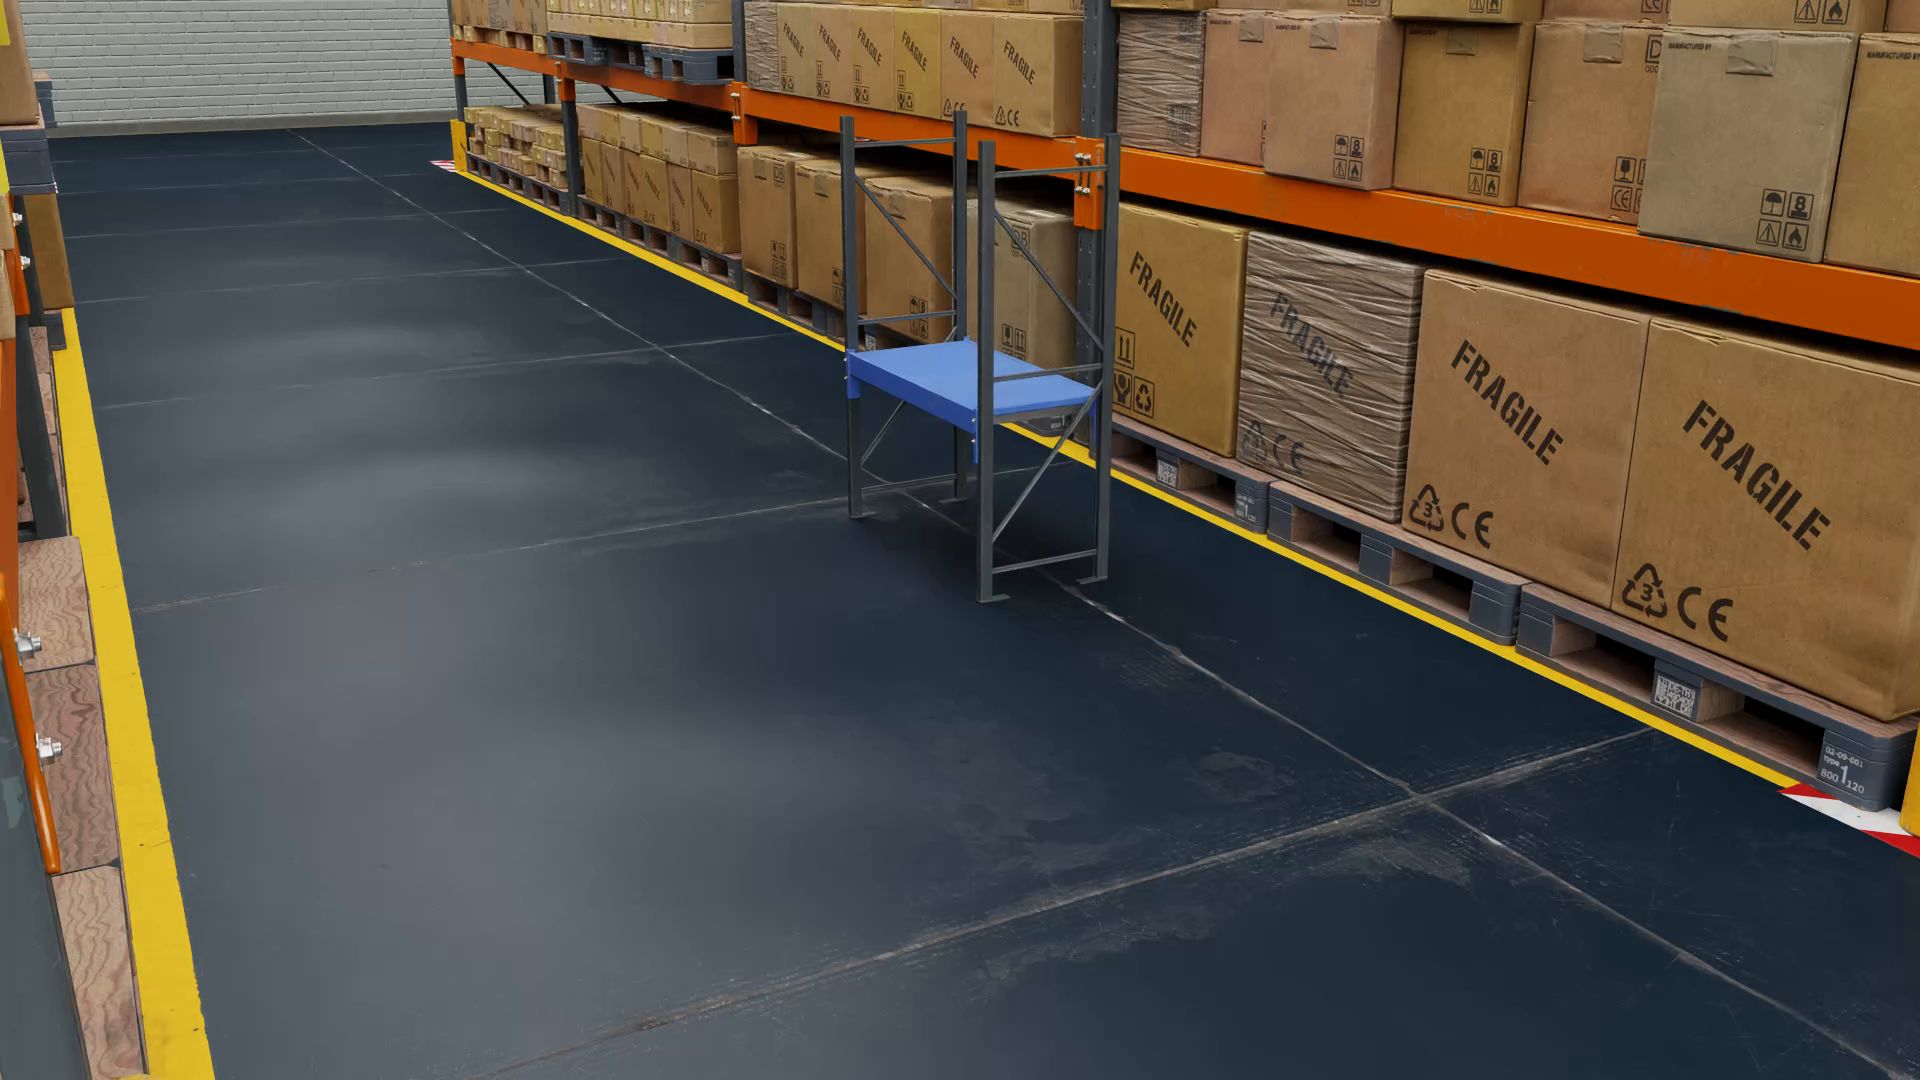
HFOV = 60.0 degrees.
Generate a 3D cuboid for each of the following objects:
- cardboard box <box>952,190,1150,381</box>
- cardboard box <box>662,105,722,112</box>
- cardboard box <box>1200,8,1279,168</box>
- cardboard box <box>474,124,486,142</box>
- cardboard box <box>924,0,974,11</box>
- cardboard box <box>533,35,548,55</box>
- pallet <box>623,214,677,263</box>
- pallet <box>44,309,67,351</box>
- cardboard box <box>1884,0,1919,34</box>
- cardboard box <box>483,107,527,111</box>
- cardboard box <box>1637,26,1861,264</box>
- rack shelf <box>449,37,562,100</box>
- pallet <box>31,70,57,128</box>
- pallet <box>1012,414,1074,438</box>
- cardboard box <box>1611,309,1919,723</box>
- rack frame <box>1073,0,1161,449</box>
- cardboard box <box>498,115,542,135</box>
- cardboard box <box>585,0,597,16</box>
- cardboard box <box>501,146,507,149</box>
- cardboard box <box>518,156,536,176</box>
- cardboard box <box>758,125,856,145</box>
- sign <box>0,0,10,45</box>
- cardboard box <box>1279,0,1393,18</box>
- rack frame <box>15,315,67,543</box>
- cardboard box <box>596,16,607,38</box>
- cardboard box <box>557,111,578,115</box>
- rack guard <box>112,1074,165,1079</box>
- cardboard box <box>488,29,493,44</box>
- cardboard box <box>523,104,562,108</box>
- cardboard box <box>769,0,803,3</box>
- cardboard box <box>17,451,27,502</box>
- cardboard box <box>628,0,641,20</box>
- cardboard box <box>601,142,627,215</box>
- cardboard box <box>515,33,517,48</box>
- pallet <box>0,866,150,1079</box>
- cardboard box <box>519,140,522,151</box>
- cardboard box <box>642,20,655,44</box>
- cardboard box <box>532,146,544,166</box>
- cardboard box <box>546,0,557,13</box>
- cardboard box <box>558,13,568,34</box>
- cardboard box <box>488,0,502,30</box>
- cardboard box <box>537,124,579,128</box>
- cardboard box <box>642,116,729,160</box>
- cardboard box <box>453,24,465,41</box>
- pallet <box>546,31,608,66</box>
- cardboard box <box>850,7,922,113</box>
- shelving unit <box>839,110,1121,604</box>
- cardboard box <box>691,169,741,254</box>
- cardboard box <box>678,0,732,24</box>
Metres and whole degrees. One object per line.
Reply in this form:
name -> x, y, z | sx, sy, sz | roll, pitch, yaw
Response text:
cardboard box -> 0.598, -1.213, 7.853 | 1.050, 0.750, 0.750 | -10, 21, -27
cardboard box -> -2.019, -3.257, 13.011 | 0.500, 0.250, 0.500 | -9, 21, -24
cardboard box -> 1.438, -1.726, 6.305 | 0.875, 0.550, 0.550 | -10, 21, -27
cardboard box -> -4.623, -4.072, 16.606 | 0.380, 0.149, 0.250 | -10, 21, -27
cardboard box -> 0.245, -2.868, 8.157 | 0.700, 0.500, 0.500 | -10, 21, -26
cardboard box -> -3.387, -4.194, 14.073 | 0.380, 0.149, 0.250 | -11, 22, -28
pallet -> -1.873, -2.318, 12.526 | 1.003, 0.211, 1.213 | -10, 21, -27
pallet -> -5.649, -1.243, 9.409 | 1.003, 0.211, 1.213 | -10, 21, -27
cardboard box -> 2.729, -1.459, 3.877 | 0.875, 0.550, 0.550 | -10, 21, -27
cardboard box -> -4.540, -4.227, 16.598 | 0.380, 0.149, 0.250 | -10, 21, -26
cardboard box -> 2.375, -1.090, 4.463 | 0.875, 0.550, 0.550 | -10, 21, -27
rack shelf -> -3.777, -4.444, 15.515 | 1.077, 0.370, 4.000 | -10, 21, -27
pallet -> -4.909, -2.044, 7.750 | 1.213, 0.211, 1.003 | -10, 21, -27
pallet -> 0.539, -0.805, 8.142 | 1.003, 0.211, 1.213 | -10, 21, -27
cardboard box -> 2.491, -0.144, 4.564 | 0.875, 0.875, 0.875 | -10, 21, -26
rack frame -> 0.972, -1.914, 7.079 | 1.000, 3.000, 0.127 | -10, 21, -27
cardboard box -> -4.135, -3.913, 15.687 | 0.380, 0.149, 0.250 | -10, 21, -26
cardboard box -> -2.543, -3.947, 12.255 | 0.380, 0.149, 0.250 | -9, 21, -24
cardboard box -> -4.209, -3.728, 16.063 | 0.380, 0.149, 0.250 | -10, 21, -27
cardboard box -> -3.805, -3.418, 15.165 | 0.380, 0.149, 0.250 | -10, 21, -27
cardboard box -> -1.042, -2.669, 11.306 | 0.500, 0.250, 0.500 | -11, 22, -29
sign -> -2.968, -1.670, 5.045 | 0.100, 0.325, 0.005 | -10, 21, -27
cardboard box -> 1.615, -2.068, 5.640 | 0.875, 0.550, 0.550 | -10, 21, -27
rack frame -> -3.441, -1.174, 4.936 | 1.000, 3.000, 0.127 | -10, 21, -27
cardboard box -> -2.420, -3.732, 12.089 | 0.380, 0.149, 0.250 | -10, 22, -28
cardboard box -> -3.705, -4.090, 16.199 | 0.380, 0.149, 0.250 | -9, 21, -25
rack guard -> -1.578, 1.134, 2.080 | 1.175, 0.500, 0.348 | -10, 21, -27
cardboard box -> -4.273, -4.809, 15.855 | 0.380, 0.149, 0.250 | -10, 22, -27
cardboard box -> -4.252, -4.378, 17.035 | 0.380, 0.149, 0.250 | -10, 21, -26
cardboard box -> -0.723, -3.451, 9.849 | 0.700, 0.500, 0.500 | -10, 21, -27
cardboard box -> -3.714, -0.380, 5.793 | 0.700, 0.500, 0.500 | -12, 22, -31
cardboard box -> -2.053, -3.649, 11.393 | 0.380, 0.149, 0.250 | -10, 21, -27
cardboard box -> -2.457, -2.822, 12.900 | 0.500, 0.500, 0.500 | -9, 21, -24
cardboard box -> -3.791, -4.513, 14.996 | 0.380, 0.149, 0.250 | -10, 22, -27
pallet -> -1.933, 1.031, 2.819 | 1.003, 0.211, 1.213 | -10, 21, -27
cardboard box -> -3.909, -3.713, 15.565 | 0.380, 0.149, 0.250 | -9, 21, -24
cardboard box -> -1.921, -3.430, 11.213 | 0.380, 0.149, 0.250 | -10, 22, -27
cardboard box -> -3.539, -3.393, 14.636 | 0.380, 0.149, 0.250 | -11, 22, -29
cardboard box -> -3.045, -4.246, 13.124 | 0.380, 0.149, 0.250 | -10, 21, -26
cardboard box -> -2.908, -4.027, 12.944 | 0.380, 0.149, 0.250 | -10, 21, -26
cardboard box -> -4.011, -4.937, 15.231 | 0.500, 0.500, 0.500 | -11, 22, -28
cardboard box -> -3.561, -3.628, 14.862 | 0.380, 0.149, 0.250 | -9, 21, -25
cardboard box -> -1.960, -2.881, 11.920 | 0.500, 0.250, 0.500 | -9, 21, -25
cardboard box -> -4.861, -5.096, 16.686 | 0.380, 0.149, 0.250 | -10, 21, -27
pallet -> -2.592, -3.878, 13.064 | 1.003, 0.211, 1.213 | -10, 21, -27
cardboard box -> -0.235, -2.505, 8.639 | 0.500, 0.500, 0.500 | -10, 22, -27
shelving unit -> 0.041, -0.684, 5.816 | 0.538, 1.500, 1.048 | -10, 21, -27
cardboard box -> -1.470, -2.227, 11.176 | 0.500, 0.500, 0.500 | -10, 21, -27
cardboard box -> -1.563, -3.354, 10.537 | 0.380, 0.149, 0.250 | -9, 21, -26
